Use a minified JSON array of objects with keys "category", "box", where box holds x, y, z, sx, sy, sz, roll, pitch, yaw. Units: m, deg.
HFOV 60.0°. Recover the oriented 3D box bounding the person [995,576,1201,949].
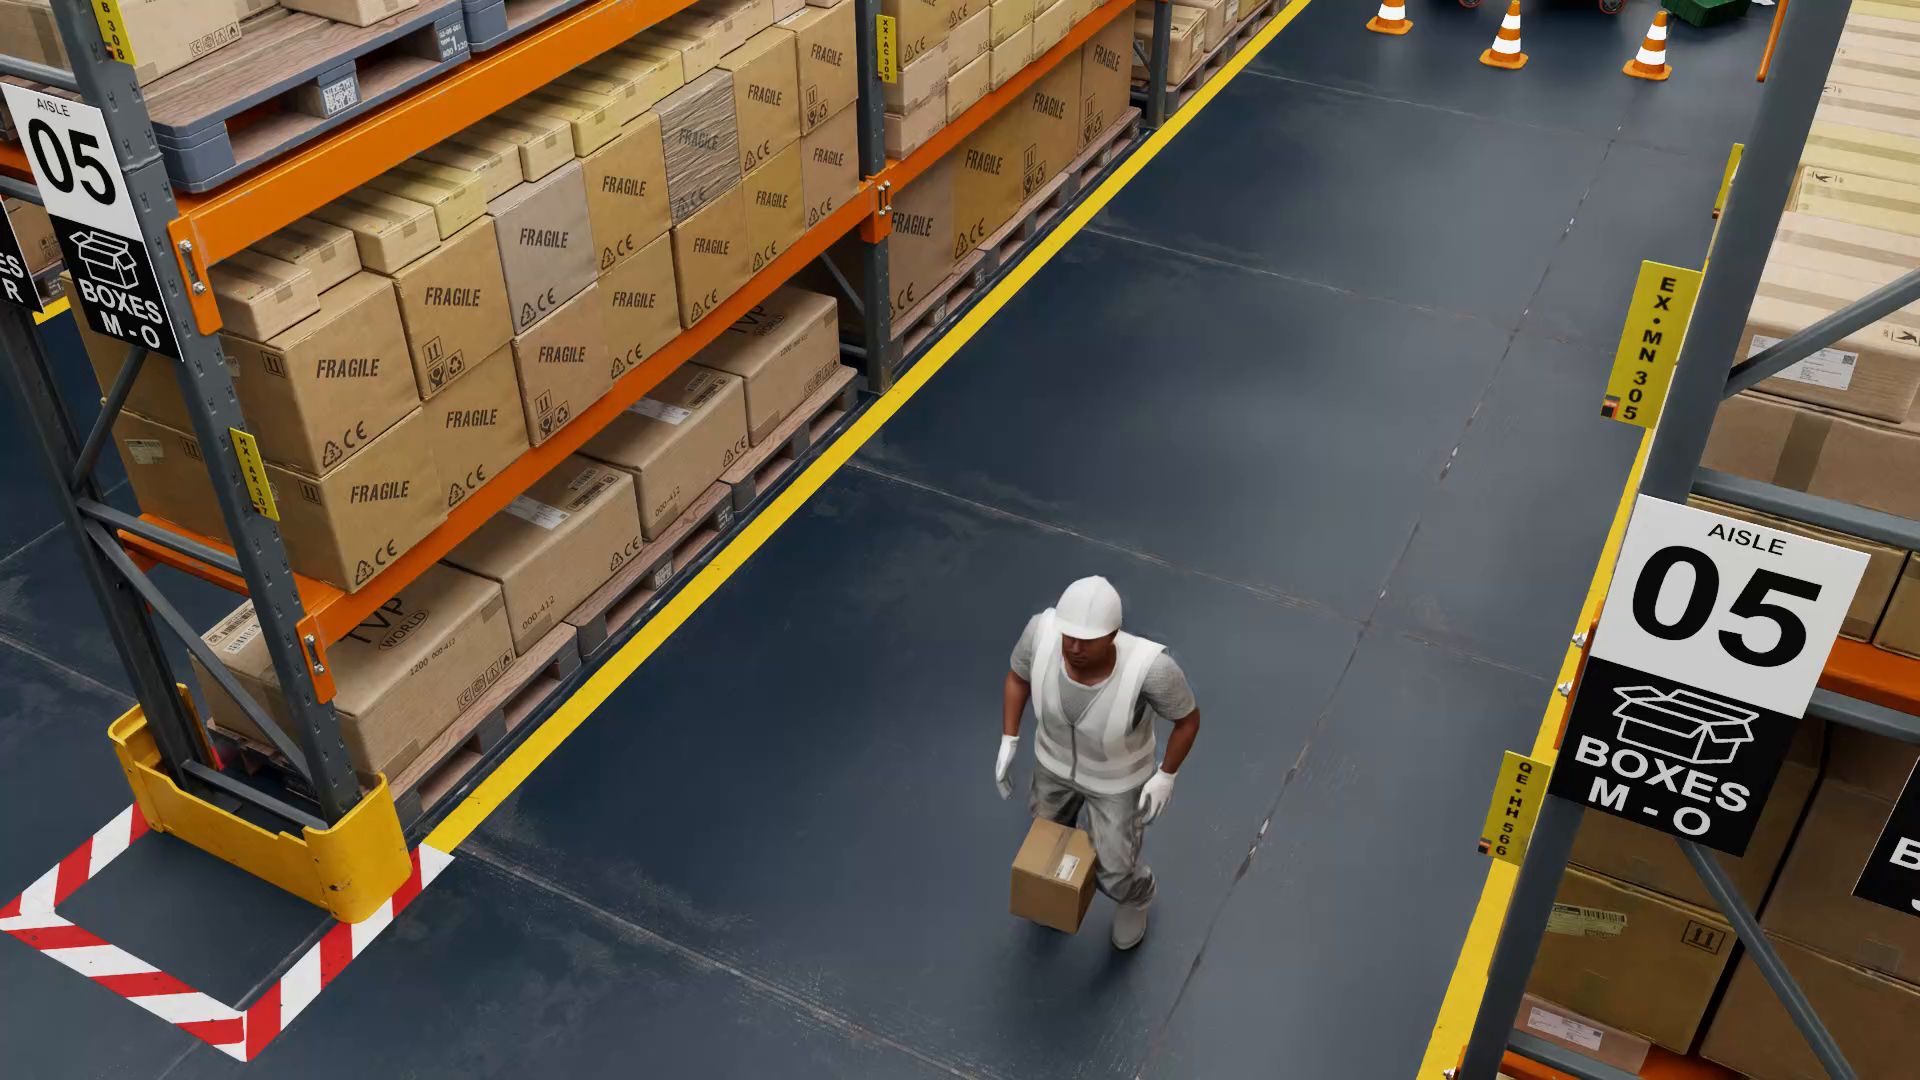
[{"category":"person","box":[0.455,0.783,5.764,0.677,1.729,0.545,20,42,24]}]
